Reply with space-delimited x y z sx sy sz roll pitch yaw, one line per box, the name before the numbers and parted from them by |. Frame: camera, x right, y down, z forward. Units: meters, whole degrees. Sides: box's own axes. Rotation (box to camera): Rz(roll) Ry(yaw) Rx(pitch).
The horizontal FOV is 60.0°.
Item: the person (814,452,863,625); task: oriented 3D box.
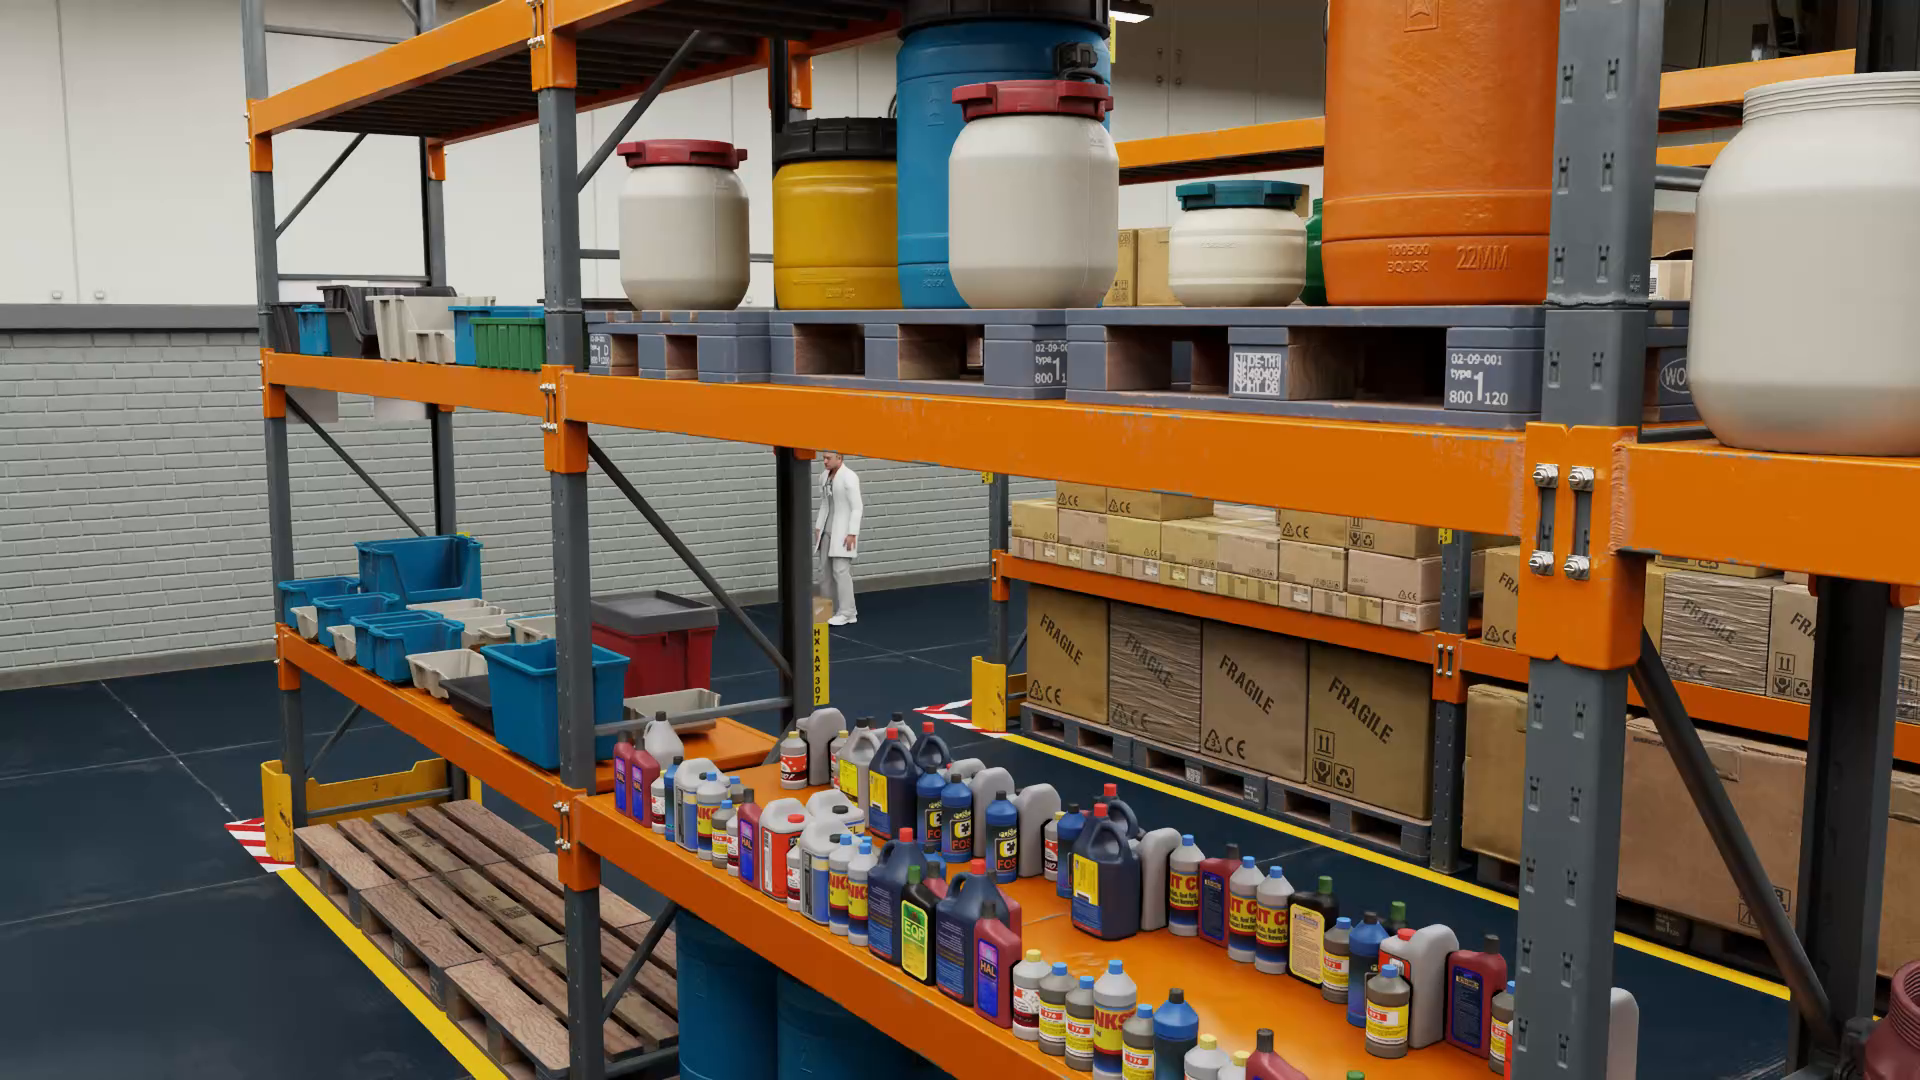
person | -1.209 -0.064 16.341 0.429 1.772 0.646 -6 10 -39
